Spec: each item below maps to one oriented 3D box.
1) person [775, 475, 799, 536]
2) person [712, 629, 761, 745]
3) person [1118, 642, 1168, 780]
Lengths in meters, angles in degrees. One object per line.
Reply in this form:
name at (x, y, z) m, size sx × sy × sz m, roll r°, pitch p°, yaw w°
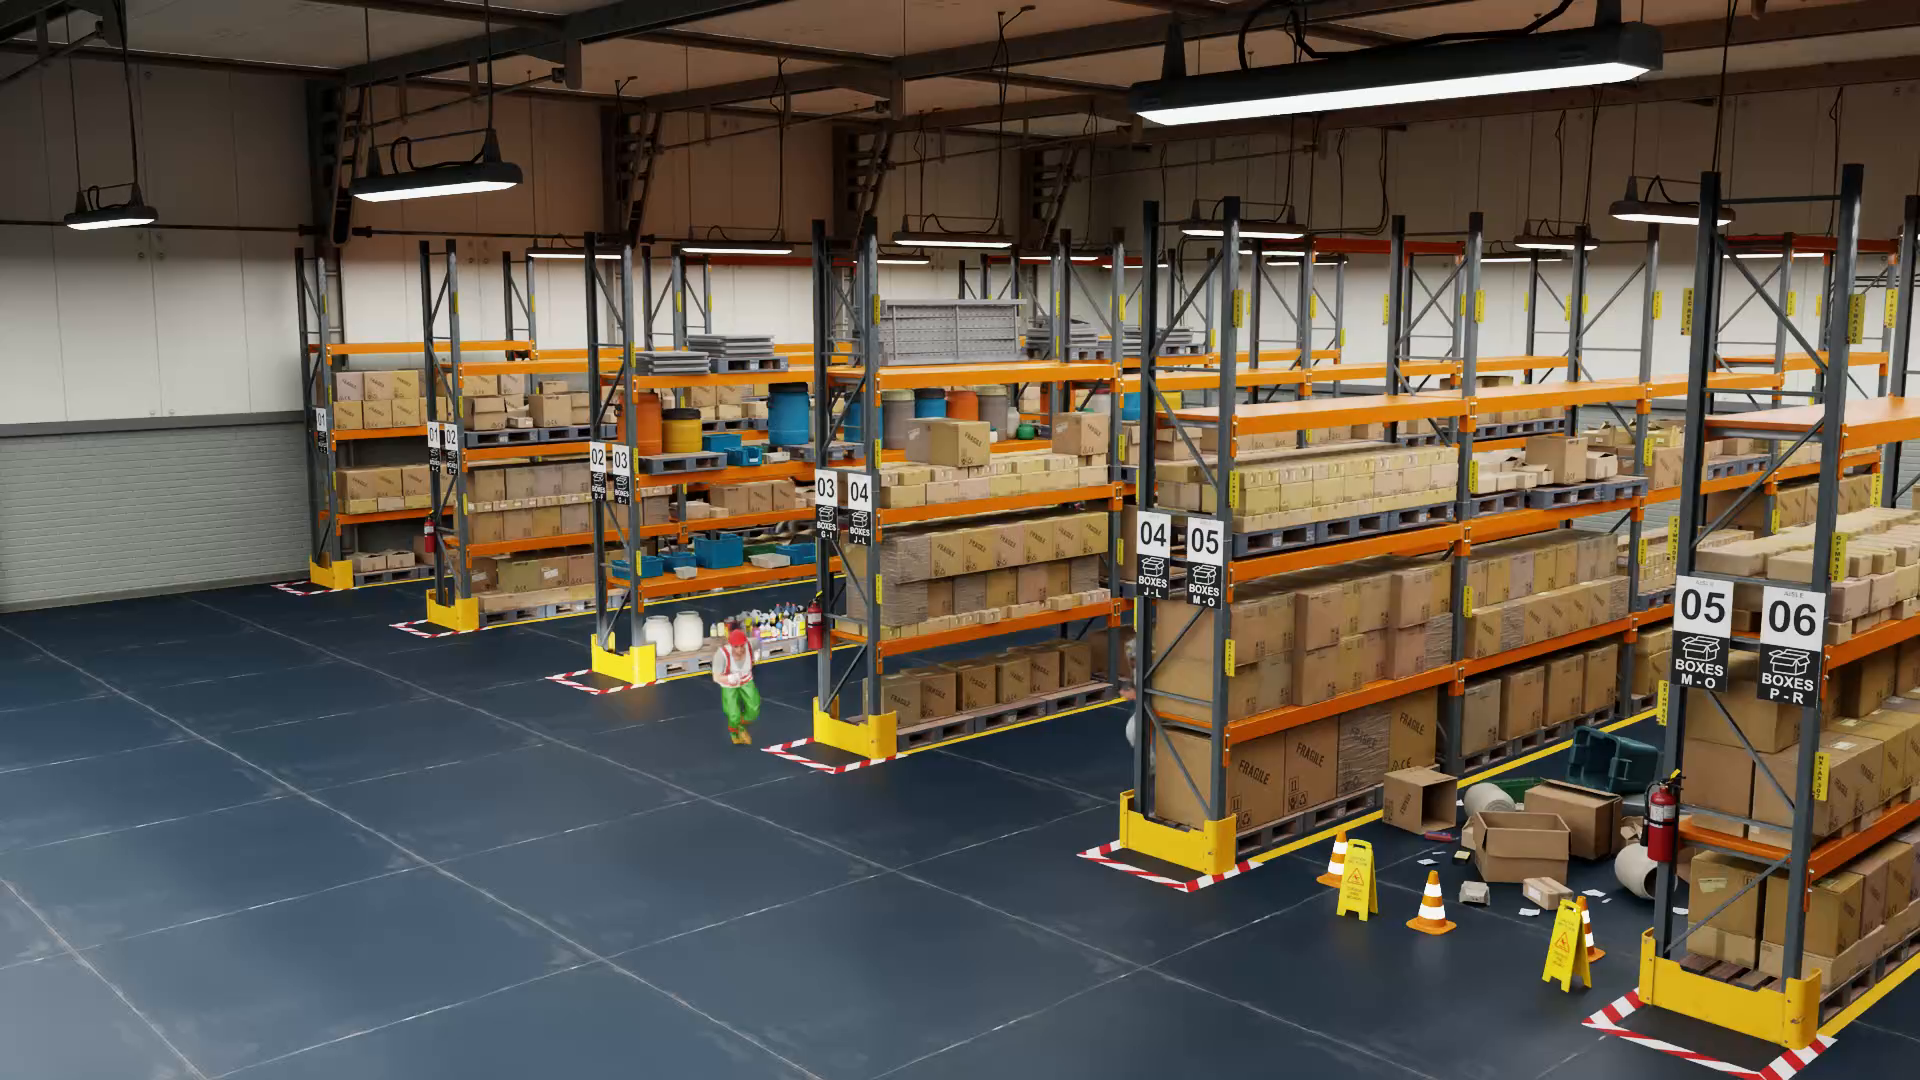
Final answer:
person at (-3.368, -0.461, 32.760) m, size 0.561 × 1.631 × 0.621 m, roll 8°, pitch 11°, yaw 42°
person at (-2.503, 1.670, 18.850) m, size 0.684 × 1.475 × 0.984 m, roll -3°, pitch 9°, yaw -22°
person at (2.116, 1.812, 17.688) m, size 1.140 × 1.557 × 0.653 m, roll -5°, pitch 10°, yaw -29°
